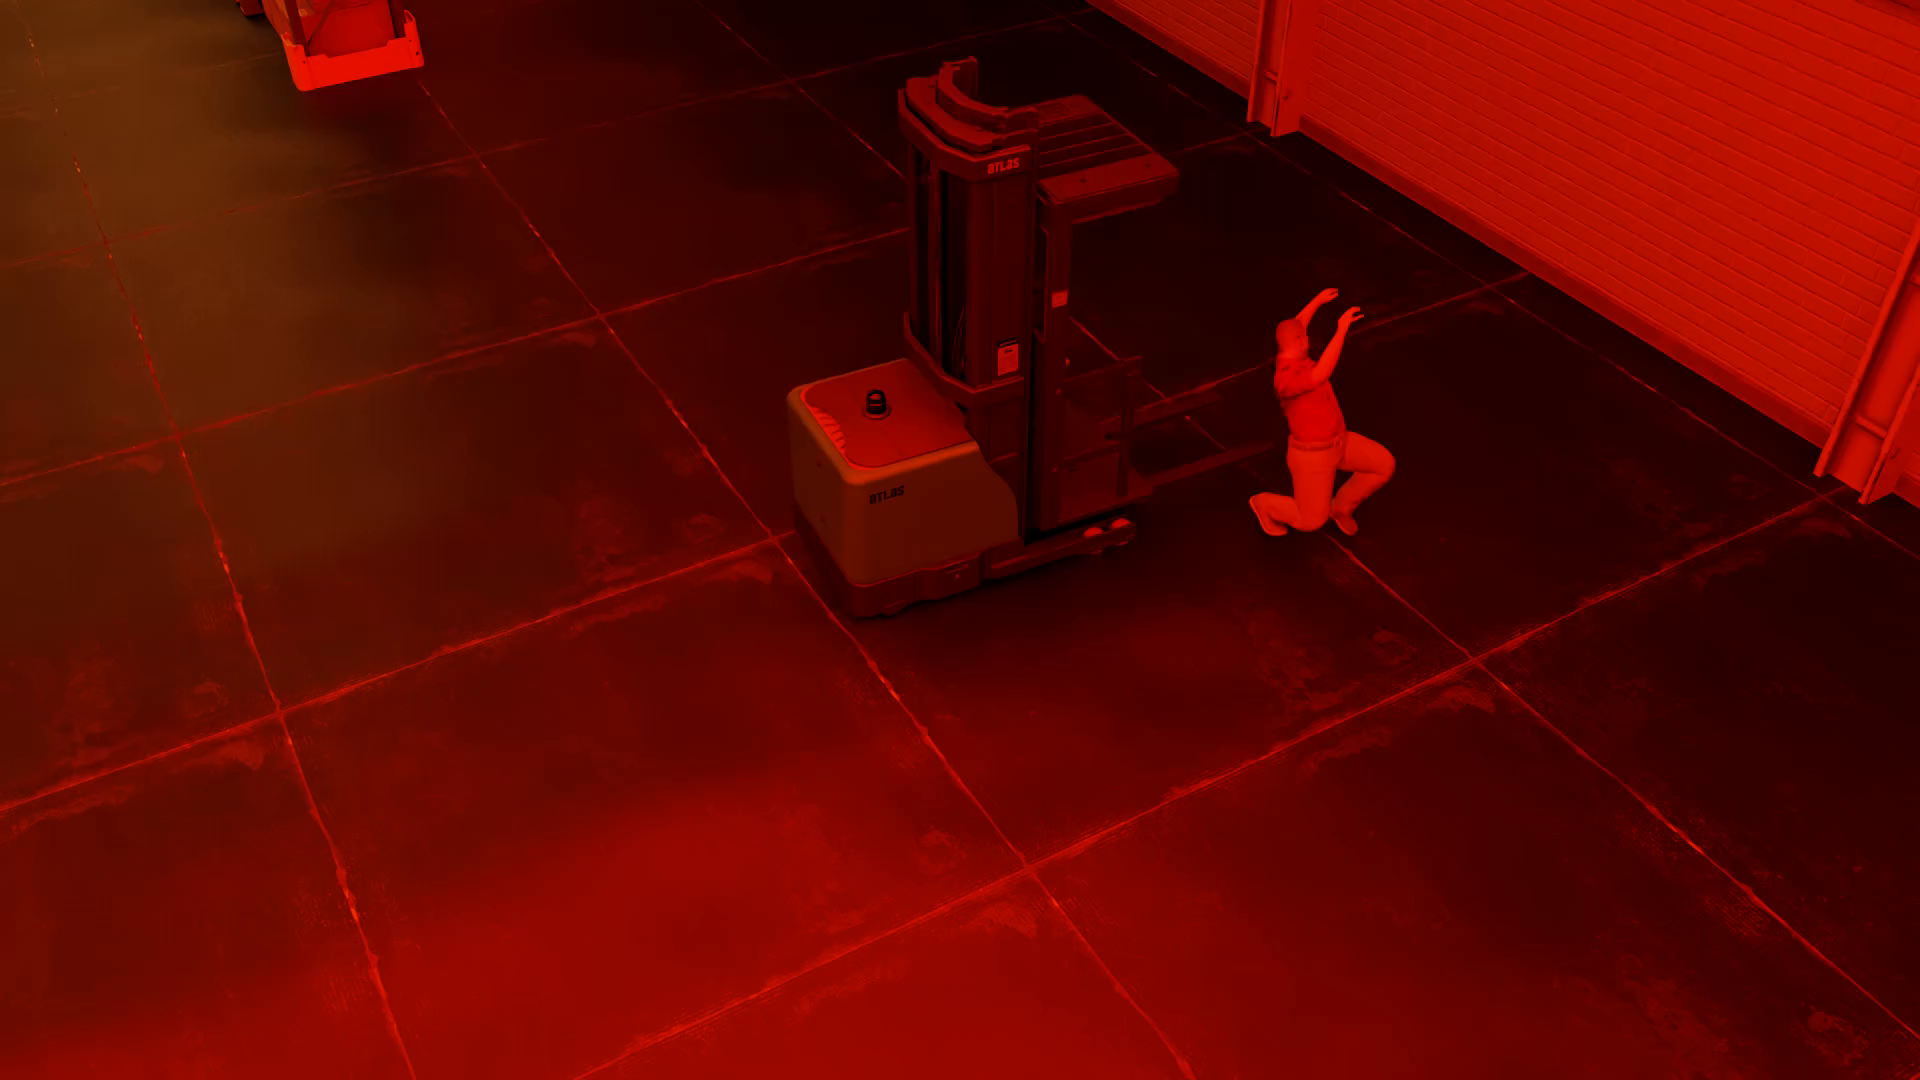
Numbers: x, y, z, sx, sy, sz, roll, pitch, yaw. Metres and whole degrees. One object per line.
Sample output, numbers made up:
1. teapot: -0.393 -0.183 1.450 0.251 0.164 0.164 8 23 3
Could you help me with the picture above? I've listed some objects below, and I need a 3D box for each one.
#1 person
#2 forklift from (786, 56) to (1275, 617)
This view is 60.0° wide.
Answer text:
1. person: 2.276 -0.780 10.005 0.844 1.636 1.119 19 43 22
2. forklift: 0.524 -1.326 9.635 3.031 2.935 1.130 -17 43 -20
